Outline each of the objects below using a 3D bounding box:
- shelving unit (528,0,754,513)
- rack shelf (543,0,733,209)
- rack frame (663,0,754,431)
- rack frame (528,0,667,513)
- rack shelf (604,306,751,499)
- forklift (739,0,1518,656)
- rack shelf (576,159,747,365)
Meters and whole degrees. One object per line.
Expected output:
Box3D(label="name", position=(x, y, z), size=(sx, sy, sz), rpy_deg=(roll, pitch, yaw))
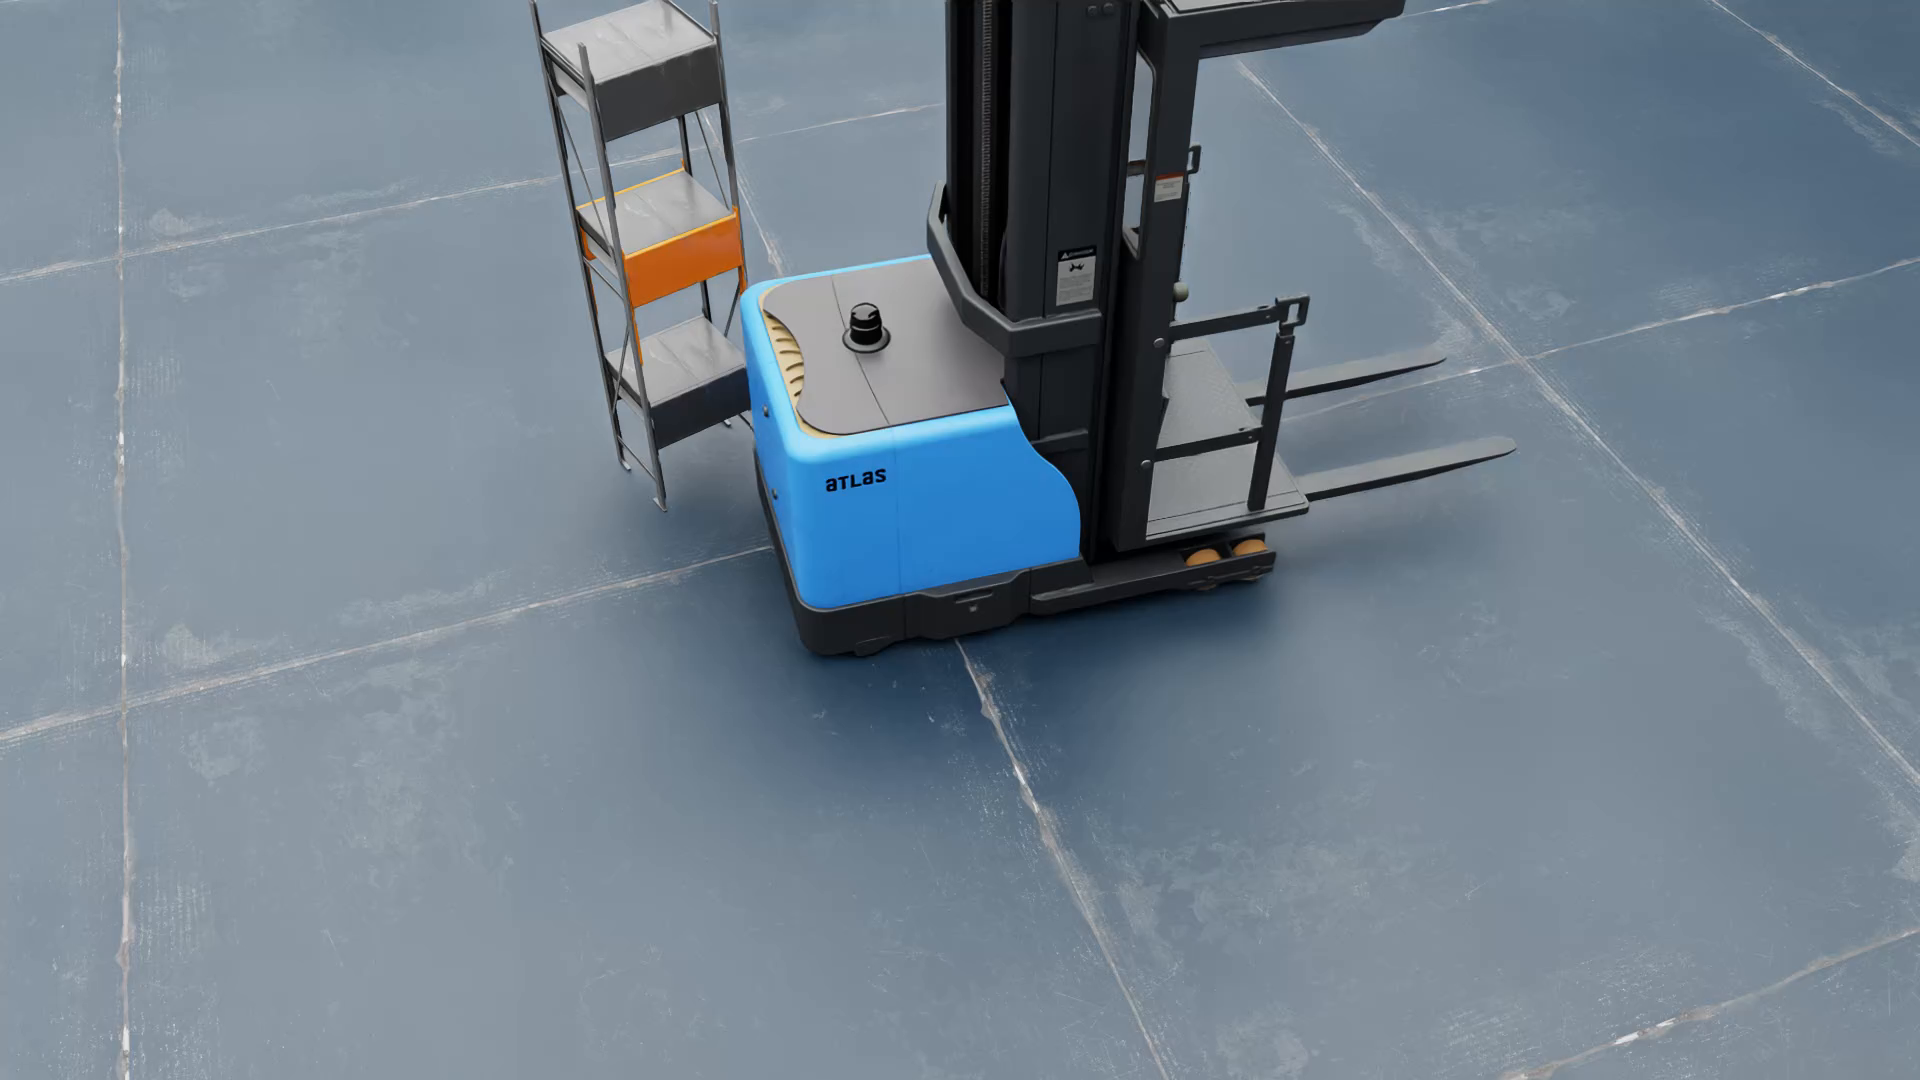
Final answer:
Box3D(label="shelving unit", position=(-1.136, -1.073, 6.337), size=(0.503, 2.100, 0.431), rpy_deg=(-27, 51, -25))
Box3D(label="rack shelf", position=(-1.136, -1.557, 5.851), size=(0.480, 0.518, 0.431), rpy_deg=(-27, 51, -25))
Box3D(label="rack frame", position=(-0.938, -1.174, 6.438), size=(0.015, 2.100, 0.400), rpy_deg=(-27, 51, -25))
Box3D(label="rack frame", position=(-1.333, -0.971, 6.235), size=(0.015, 2.100, 0.400), rpy_deg=(-27, 51, -25))
Box3D(label="rack shelf", position=(-1.136, -0.569, 6.842), size=(0.480, 0.518, 0.431), rpy_deg=(-27, 51, -25))
Box3D(label="forklift", position=(0.741, -1.188, 5.864), size=(3.031, 2.935, 1.130), rpy_deg=(-11, 46, -11))
Box3D(label="rack shelf", position=(-1.136, -1.063, 6.346), size=(0.480, 0.518, 0.431), rpy_deg=(-27, 51, -25))
